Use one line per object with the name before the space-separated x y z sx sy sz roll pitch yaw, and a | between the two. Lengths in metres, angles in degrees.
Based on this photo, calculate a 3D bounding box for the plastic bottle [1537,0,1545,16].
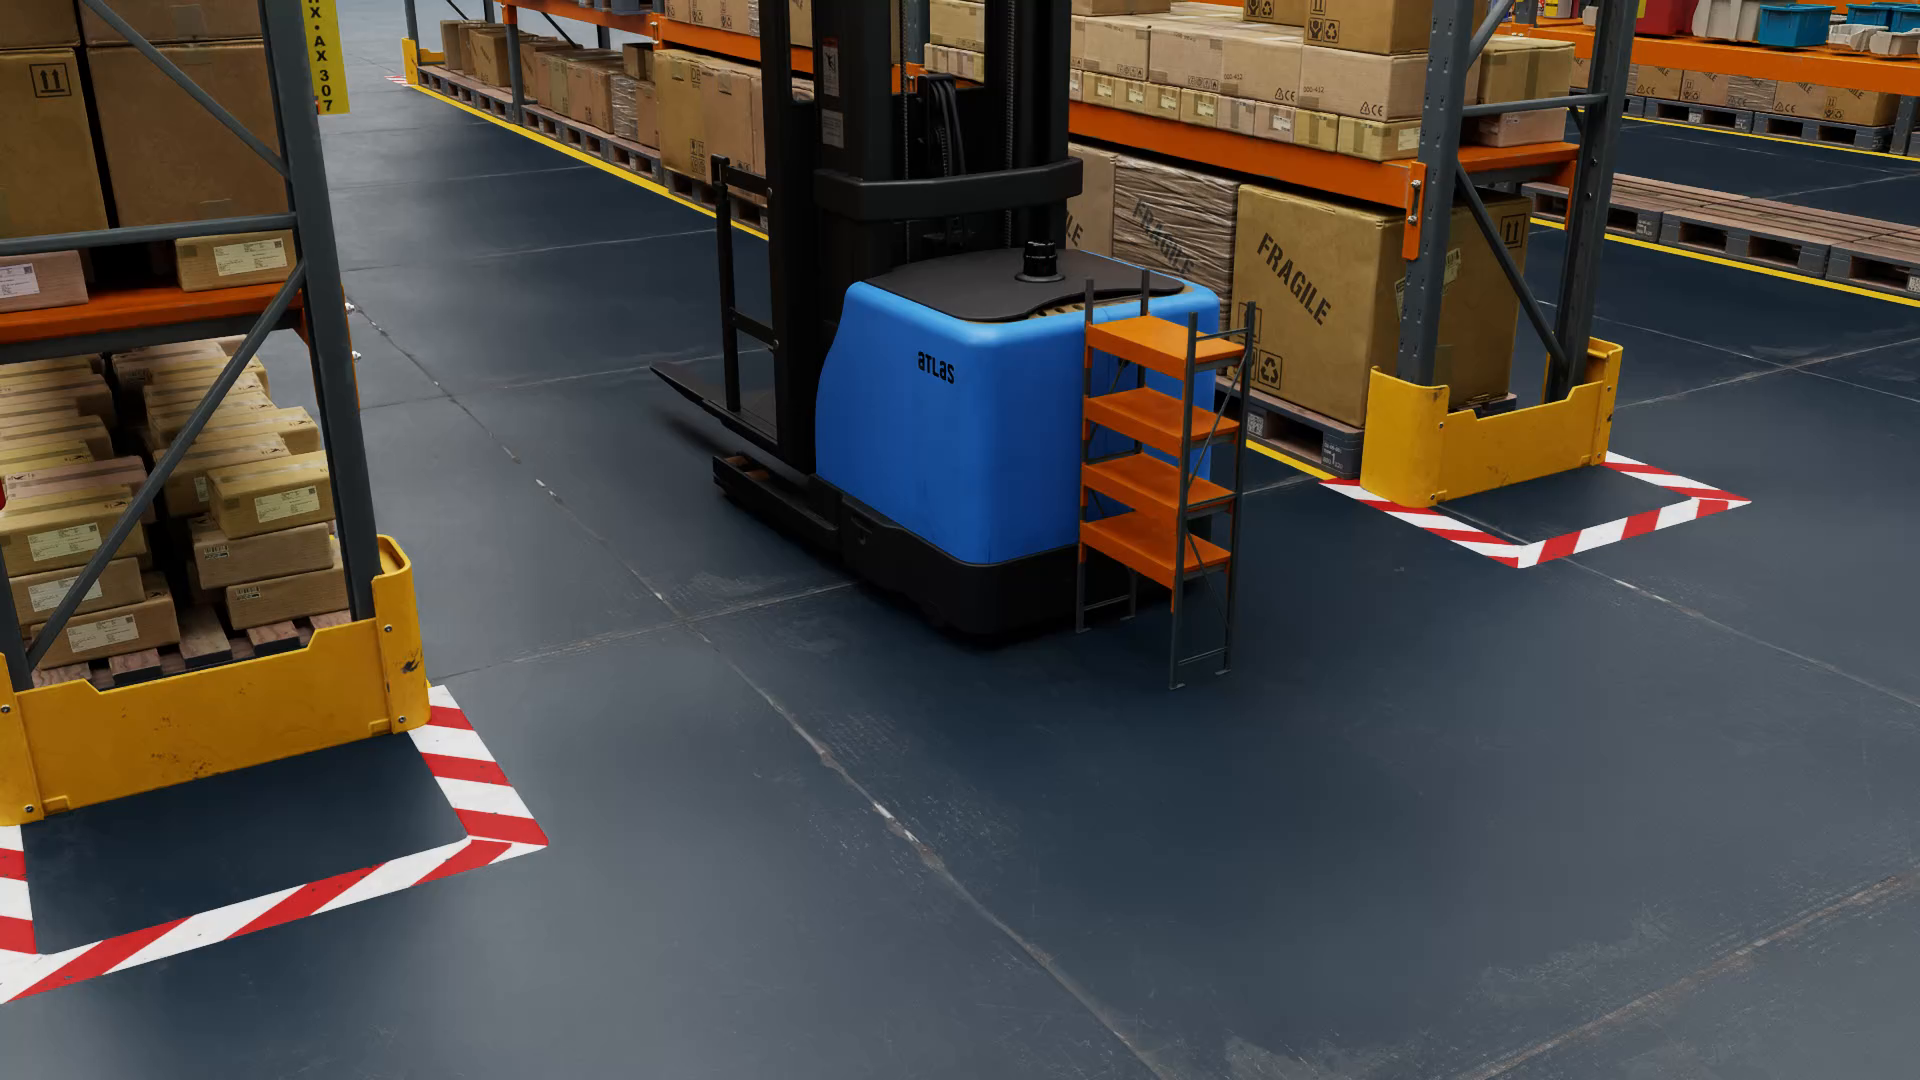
plastic bottle | 4.453 -4.114 12.713 0.097 0.201 0.097 0 22 0

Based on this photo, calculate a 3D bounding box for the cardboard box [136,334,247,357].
cardboard box | -3.023 -0.731 6.564 0.380 0.149 0.250 -14 26 -30

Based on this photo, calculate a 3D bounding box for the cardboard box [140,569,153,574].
cardboard box | -2.842 0.071 5.383 0.380 0.149 0.250 -13 25 -28

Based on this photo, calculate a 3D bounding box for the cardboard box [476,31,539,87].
cardboard box | -4.782 -5.109 17.659 0.500 0.500 0.500 -15 27 -33

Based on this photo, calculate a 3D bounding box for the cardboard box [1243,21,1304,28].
cardboard box | 1.663 -2.287 7.758 0.500 0.250 0.500 -14 26 -30

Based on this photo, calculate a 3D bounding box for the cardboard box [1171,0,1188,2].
cardboard box | 0.875 -3.131 8.839 0.500 0.500 0.500 -12 25 -28

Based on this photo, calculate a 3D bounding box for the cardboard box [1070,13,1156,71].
cardboard box | 0.692 -2.513 8.315 0.500 0.250 0.500 -12 25 -27

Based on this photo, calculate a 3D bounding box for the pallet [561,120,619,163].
pallet | -2.902 -3.626 14.953 1.003 0.211 1.213 -13 25 -28

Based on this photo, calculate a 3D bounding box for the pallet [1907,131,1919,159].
pallet | 9.026 -3.365 14.311 1.003 0.211 1.213 -13 25 -28

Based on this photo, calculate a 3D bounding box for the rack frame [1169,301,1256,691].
rack frame | 0.755 -0.114 4.998 0.240 1.200 0.015 -14 26 -30

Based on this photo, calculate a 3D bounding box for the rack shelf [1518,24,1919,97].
rack shelf | 5.437 -2.948 10.535 1.077 0.370 4.000 -13 25 -28

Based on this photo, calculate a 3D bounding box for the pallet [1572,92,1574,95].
pallet | 6.246 -5.157 18.719 1.003 0.211 1.213 -13 25 -28

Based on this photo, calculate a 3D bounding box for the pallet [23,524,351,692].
pallet | -2.538 0.238 5.446 1.003 0.211 1.213 -13 25 -28

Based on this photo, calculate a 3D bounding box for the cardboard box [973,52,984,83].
cardboard box | 0.292 -2.529 8.884 0.380 0.149 0.250 -12 25 -27

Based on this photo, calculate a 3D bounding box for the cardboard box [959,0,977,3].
cardboard box | 0.183 -3.187 8.977 0.500 0.500 0.500 -13 25 -28

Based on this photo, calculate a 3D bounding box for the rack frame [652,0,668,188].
rack frame | -1.885 -4.271 12.834 1.000 3.000 0.127 -13 25 -28

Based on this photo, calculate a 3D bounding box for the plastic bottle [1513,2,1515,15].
plastic bottle | 4.222 -4.148 12.797 0.097 0.201 0.097 0 22 0

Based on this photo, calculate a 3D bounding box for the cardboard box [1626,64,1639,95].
cardboard box | 6.892 -4.850 16.995 0.500 0.500 0.500 -14 26 -30

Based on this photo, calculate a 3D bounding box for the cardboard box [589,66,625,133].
cardboard box | -2.835 -3.889 14.630 0.700 0.500 0.500 -10 24 -24

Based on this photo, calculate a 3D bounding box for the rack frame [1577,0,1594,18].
rack frame | 6.633 -6.175 17.519 1.000 3.000 0.127 -13 25 -28

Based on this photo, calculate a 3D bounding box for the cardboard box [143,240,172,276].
cardboard box | -2.164 -0.885 4.840 0.380 0.149 0.250 -12 25 -26

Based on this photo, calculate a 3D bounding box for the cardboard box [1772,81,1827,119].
cardboard box | 7.932 -4.192 15.377 0.500 0.500 0.500 -13 25 -28

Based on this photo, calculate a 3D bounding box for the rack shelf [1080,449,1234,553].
rack shelf | 0.622 -0.129 5.214 0.258 0.148 0.480 -14 26 -30

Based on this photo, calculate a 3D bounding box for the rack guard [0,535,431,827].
rack guard | -2.153 0.374 4.728 1.175 0.500 0.348 -13 25 -28

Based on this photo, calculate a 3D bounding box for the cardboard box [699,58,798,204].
cardboard box | -1.102 -2.963 11.882 1.225 0.875 0.875 -13 25 -28

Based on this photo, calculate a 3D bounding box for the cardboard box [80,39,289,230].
cardboard box | -2.106 -1.142 4.610 0.500 0.500 0.500 -11 25 -26

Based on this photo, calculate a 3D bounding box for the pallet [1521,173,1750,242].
pallet | 4.825 -2.406 11.950 1.003 0.211 1.213 -13 25 -28

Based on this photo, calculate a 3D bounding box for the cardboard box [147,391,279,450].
cardboard box | -2.551 -0.381 5.703 0.380 0.149 0.250 -14 26 -31

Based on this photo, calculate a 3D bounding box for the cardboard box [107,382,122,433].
cardboard box | -3.383 -0.585 6.995 0.380 0.149 0.250 -13 26 -30

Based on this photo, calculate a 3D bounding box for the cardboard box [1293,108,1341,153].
cardboard box | 1.602 -1.700 6.844 0.380 0.149 0.250 -12 25 -28

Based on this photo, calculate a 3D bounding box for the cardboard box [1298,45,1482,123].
cardboard box | 1.725 -1.855 6.696 0.500 0.250 0.500 -13 26 -29

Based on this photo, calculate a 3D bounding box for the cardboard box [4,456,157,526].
cardboard box | -2.682 -0.124 5.071 0.380 0.149 0.250 -12 25 -27

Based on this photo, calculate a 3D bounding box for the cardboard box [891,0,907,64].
cardboard box | -0.316 -3.121 9.873 0.500 0.500 0.500 -13 25 -28

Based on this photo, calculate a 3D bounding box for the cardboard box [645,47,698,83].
cardboard box | -2.253 -3.875 13.600 0.500 0.250 0.500 -11 25 -26

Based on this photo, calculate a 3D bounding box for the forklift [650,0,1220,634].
forklift | -0.341 -1.557 6.249 1.130 2.935 3.031 -14 26 -30

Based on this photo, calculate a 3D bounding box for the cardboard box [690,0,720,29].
cardboard box | -1.606 -3.941 11.890 0.500 0.500 0.500 -13 26 -30

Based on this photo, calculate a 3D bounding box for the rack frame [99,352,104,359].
rack frame | -4.158 -2.054 7.382 1.000 3.000 0.127 -13 25 -28

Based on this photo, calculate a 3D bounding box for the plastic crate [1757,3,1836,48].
plastic crate | 5.190 -3.199 10.341 0.416 0.233 0.300 -13 25 -28

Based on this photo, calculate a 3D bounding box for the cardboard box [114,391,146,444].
cardboard box | -3.013 -0.493 6.373 0.380 0.149 0.250 -11 25 -26

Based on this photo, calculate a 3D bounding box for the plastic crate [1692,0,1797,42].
plastic crate | 5.037 -3.372 10.700 0.437 0.282 0.530 -13 25 -28

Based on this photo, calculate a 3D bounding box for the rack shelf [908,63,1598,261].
rack shelf | 1.179 -1.995 8.191 1.077 0.370 4.000 -13 25 -28

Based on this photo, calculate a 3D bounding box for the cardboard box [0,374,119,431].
cardboard box | -3.225 -0.462 5.904 0.380 0.149 0.250 -14 26 -30

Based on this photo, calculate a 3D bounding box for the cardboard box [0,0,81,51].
cardboard box | -2.562 -1.507 4.180 0.500 0.500 0.500 -13 26 -29

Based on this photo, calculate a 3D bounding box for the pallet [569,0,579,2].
pallet | -2.932 -4.815 14.428 1.003 0.211 1.213 -13 25 -28

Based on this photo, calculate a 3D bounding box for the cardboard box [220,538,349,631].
cardboard box | -2.107 0.135 5.223 0.380 0.149 0.250 -12 25 -27

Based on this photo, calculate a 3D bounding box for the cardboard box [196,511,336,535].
cardboard box | -2.253 -0.090 5.382 0.380 0.149 0.250 -13 25 -28

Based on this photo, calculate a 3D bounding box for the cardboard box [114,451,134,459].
cardboard box | -2.945 -0.162 5.559 0.380 0.149 0.250 -13 25 -29

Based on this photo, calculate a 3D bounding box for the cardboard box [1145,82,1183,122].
cardboard box | 1.080 -2.031 7.657 0.380 0.149 0.250 -13 25 -28

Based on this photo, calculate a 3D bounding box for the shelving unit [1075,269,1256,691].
shelving unit | 0.622 -0.191 5.188 0.258 1.200 0.503 -14 26 -30
